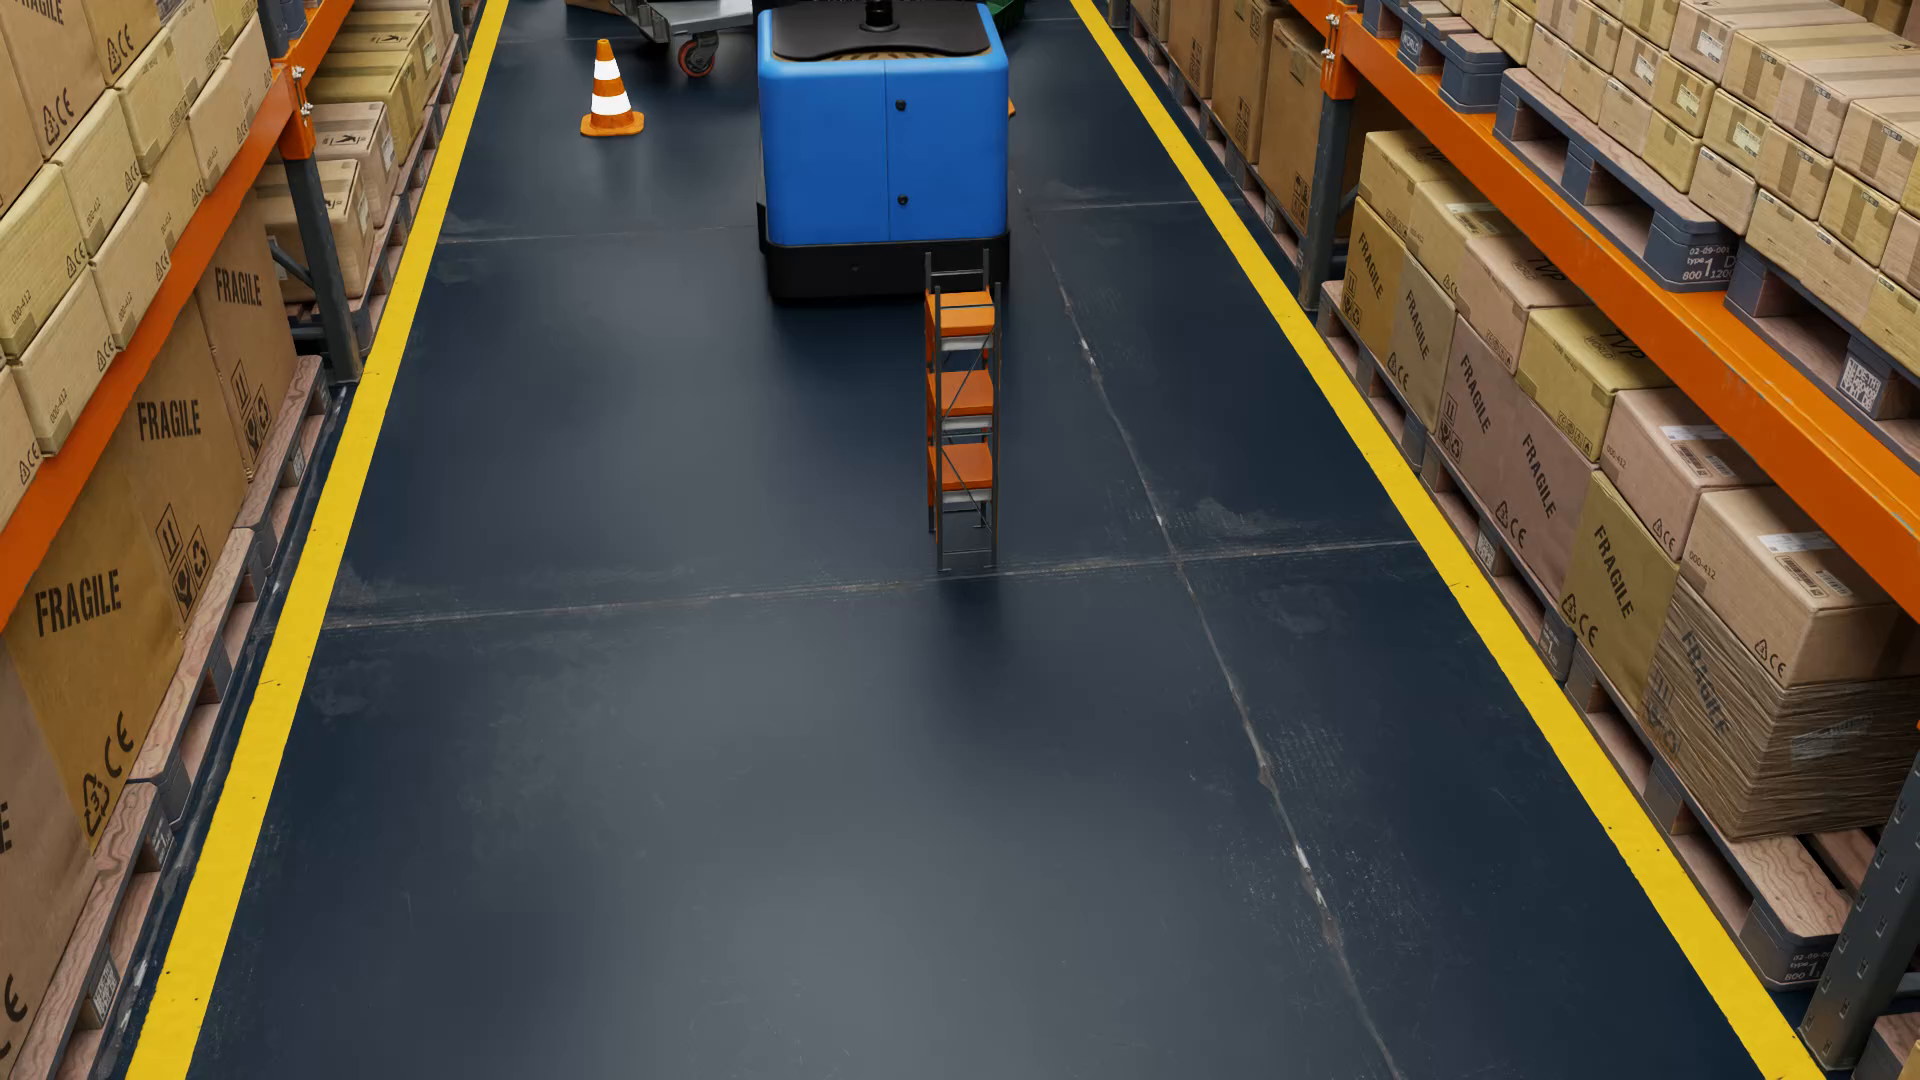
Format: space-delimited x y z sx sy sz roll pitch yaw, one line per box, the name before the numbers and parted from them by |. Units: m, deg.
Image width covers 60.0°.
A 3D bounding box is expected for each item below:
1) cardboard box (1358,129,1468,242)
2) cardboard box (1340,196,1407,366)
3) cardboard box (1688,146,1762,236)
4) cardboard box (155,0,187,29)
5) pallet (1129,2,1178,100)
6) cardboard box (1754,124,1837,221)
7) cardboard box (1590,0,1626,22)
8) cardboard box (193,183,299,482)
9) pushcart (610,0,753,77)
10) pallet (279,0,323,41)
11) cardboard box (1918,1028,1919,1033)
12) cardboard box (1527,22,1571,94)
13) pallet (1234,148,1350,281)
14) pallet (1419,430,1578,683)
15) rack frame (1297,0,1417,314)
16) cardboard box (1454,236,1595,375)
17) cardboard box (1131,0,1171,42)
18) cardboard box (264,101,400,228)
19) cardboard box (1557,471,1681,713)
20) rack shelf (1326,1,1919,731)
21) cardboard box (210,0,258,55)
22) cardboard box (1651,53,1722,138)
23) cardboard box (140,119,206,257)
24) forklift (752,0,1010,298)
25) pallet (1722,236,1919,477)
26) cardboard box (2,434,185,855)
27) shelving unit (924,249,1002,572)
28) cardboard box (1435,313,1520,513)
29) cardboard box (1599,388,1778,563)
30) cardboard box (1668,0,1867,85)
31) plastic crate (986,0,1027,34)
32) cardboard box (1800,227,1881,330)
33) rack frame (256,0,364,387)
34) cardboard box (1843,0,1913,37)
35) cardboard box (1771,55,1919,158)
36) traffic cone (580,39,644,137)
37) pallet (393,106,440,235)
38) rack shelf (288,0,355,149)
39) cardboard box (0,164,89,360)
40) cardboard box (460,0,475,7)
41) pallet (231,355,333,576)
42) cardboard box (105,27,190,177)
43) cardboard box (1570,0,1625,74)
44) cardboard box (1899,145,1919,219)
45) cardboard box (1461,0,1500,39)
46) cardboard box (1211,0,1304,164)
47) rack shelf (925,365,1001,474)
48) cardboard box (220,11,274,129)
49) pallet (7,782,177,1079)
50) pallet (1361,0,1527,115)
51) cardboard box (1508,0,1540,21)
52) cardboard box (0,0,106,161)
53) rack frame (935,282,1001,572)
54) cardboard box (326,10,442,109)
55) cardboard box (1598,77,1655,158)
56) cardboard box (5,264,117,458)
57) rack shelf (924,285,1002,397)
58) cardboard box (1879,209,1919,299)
cardboard box | 1.834 -1.336 6.228 0.500 0.250 0.500 -6 35 -9
cardboard box | 1.823 -1.015 6.423 0.500 0.500 0.500 -6 35 -8
cardboard box | 2.126 -0.912 4.274 0.380 0.149 0.250 -6 35 -8
cardboard box | -2.505 -1.757 4.688 0.500 0.500 0.500 -4 34 -6
pallet | 1.621 -2.944 9.882 1.003 0.211 1.213 -4 35 -6
cardboard box | 2.161 -0.894 3.984 0.380 0.149 0.250 -5 35 -8
cardboard box | 2.029 -1.598 4.754 0.380 0.149 0.250 -3 34 -5
cardboard box | -2.900 -0.761 5.717 0.875 0.875 0.875 -5 35 -7
pushcart | -1.196 -3.206 10.120 1.648 0.377 0.936 -16 38 -23
pallet | -3.112 -2.168 6.437 1.213 0.211 1.003 -4 35 -6
cardboard box | 2.250 1.052 3.438 0.380 0.149 0.250 -3 34 -4
cardboard box | 1.990 -1.494 5.129 0.380 0.149 0.250 -3 34 -5
pallet | 1.949 -1.582 7.884 1.003 0.211 1.213 -4 35 -6
pallet | 2.245 -0.021 5.593 1.003 0.211 1.213 -4 35 -6
rack frame | 1.981 -2.289 6.445 1.000 3.000 0.127 -4 35 -6
cardboard box | 1.956 -0.776 5.406 0.500 0.250 0.500 -4 34 -6
cardboard box | 1.615 -3.425 9.737 1.050 0.750 0.750 -5 35 -7
cardboard box | -3.084 -1.672 7.501 0.950 0.372 0.625 -5 35 -7
cardboard box | 2.101 0.123 4.753 0.500 0.500 0.500 -5 35 -8
rack shelf | 2.250 -0.875 5.009 1.077 0.370 4.000 -4 35 -6
cardboard box | -2.594 -1.751 5.345 0.500 0.250 0.500 -4 35 -7
cardboard box | 2.089 -1.191 4.421 0.380 0.149 0.250 -4 35 -6
cardboard box | -2.449 -0.967 4.638 0.500 0.250 0.500 -5 35 -7
forklift | -0.446 -3.062 7.641 1.130 2.935 3.031 -3 34 -5
pallet | 2.560 -0.415 3.865 1.003 0.211 1.213 -4 35 -6
cardboard box | -2.665 0.236 4.254 0.875 0.875 0.875 -3 34 -5
shelving unit | 0.007 -0.404 5.411 0.215 1.050 0.252 -4 35 -6
cardboard box | 1.968 -0.449 5.592 0.500 0.500 0.500 -5 35 -8
cardboard box | 2.112 -0.191 4.548 0.500 0.250 0.500 -3 34 -4
cardboard box | 2.097 -1.309 4.328 0.380 0.149 0.250 -6 35 -9
plastic crate | 0.121 -3.380 10.492 0.450 0.188 0.662 21 39 12
cardboard box | 2.202 -0.617 3.842 0.380 0.149 0.250 -4 35 -7
rack frame | -2.911 -1.857 5.812 1.000 3.000 0.127 -4 35 -6
cardboard box | 2.707 -1.498 4.607 0.380 0.149 0.250 -3 34 -5
cardboard box | 2.166 -1.022 3.908 0.380 0.149 0.250 -4 35 -7
traffic cone | -1.895 -2.455 8.942 0.336 0.463 0.334 -4 35 -6
pallet | -3.175 -1.820 8.234 1.003 0.211 1.213 -4 35 -6
rack shelf | -3.180 -2.676 7.652 1.077 0.370 4.000 -4 35 -6
cardboard box | -2.292 -0.609 3.669 0.500 0.250 0.500 -4 34 -6
cardboard box | -3.260 -3.476 10.256 0.500 0.250 0.500 -6 35 -9
pallet | -2.879 -0.259 5.943 1.003 0.211 1.213 -4 35 -6
cardboard box | -2.432 -1.181 4.508 0.500 0.250 0.500 -5 35 -8
cardboard box | 2.021 -1.478 4.841 0.380 0.149 0.250 -5 35 -7
cardboard box | 2.234 -0.731 3.481 0.380 0.149 0.250 -5 35 -8
cardboard box | 1.914 -1.793 5.568 0.380 0.149 0.250 -3 34 -4
cardboard box | 1.867 -2.367 8.184 1.050 0.750 0.750 -4 34 -6
rack shelf | 0.007 -0.395 5.416 0.215 0.259 0.240 -4 35 -6
cardboard box | -2.585 -1.533 5.469 0.500 0.250 0.500 -6 35 -8
pallet | -2.551 1.102 3.945 1.003 0.211 1.213 -4 35 -6
pallet | 2.182 -1.820 5.927 1.213 0.211 1.003 -4 35 -6
cardboard box | 1.959 -1.756 5.249 0.380 0.149 0.250 -4 35 -6
cardboard box | -2.384 -1.197 3.866 0.500 0.500 0.500 -5 35 -7
rack frame | 0.024 -0.336 5.311 0.200 1.050 0.008 -4 35 -6
cardboard box | -3.276 -2.484 8.691 0.950 0.372 0.625 -2 34 -3
cardboard box | 2.055 -1.208 4.710 0.380 0.149 0.250 -5 35 -8
cardboard box | -2.295 -0.405 3.813 0.500 0.250 0.500 -5 35 -7
rack shelf | 0.007 -0.630 5.257 0.215 0.259 0.240 -4 35 -6
cardboard box | 2.233 -0.603 3.557 0.380 0.149 0.250 -4 34 -6
